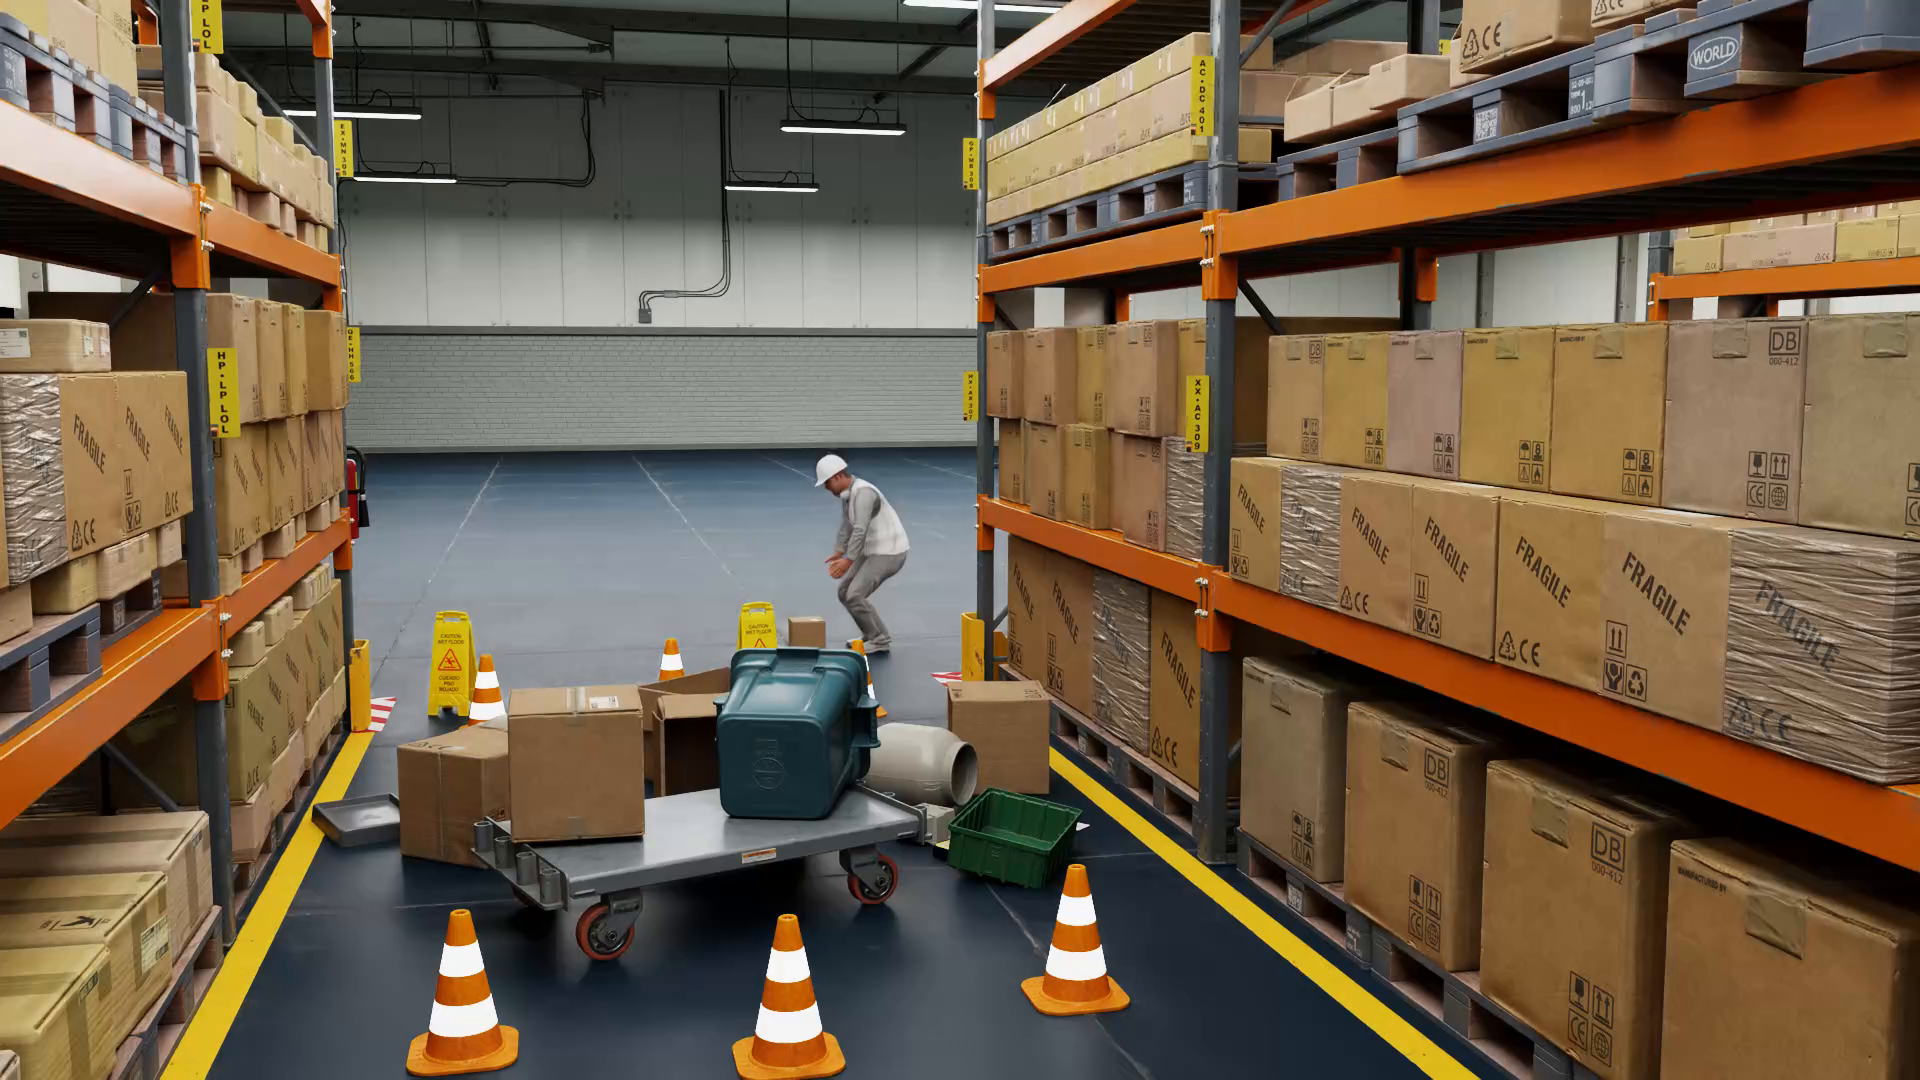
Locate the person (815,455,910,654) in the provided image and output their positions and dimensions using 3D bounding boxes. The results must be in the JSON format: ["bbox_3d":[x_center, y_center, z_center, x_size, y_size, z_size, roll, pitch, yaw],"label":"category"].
[{"bbox_3d":[-0.751,0.098,12.694,0.714,1.506,0.545,-1,6,-13],"label":"person"}]
